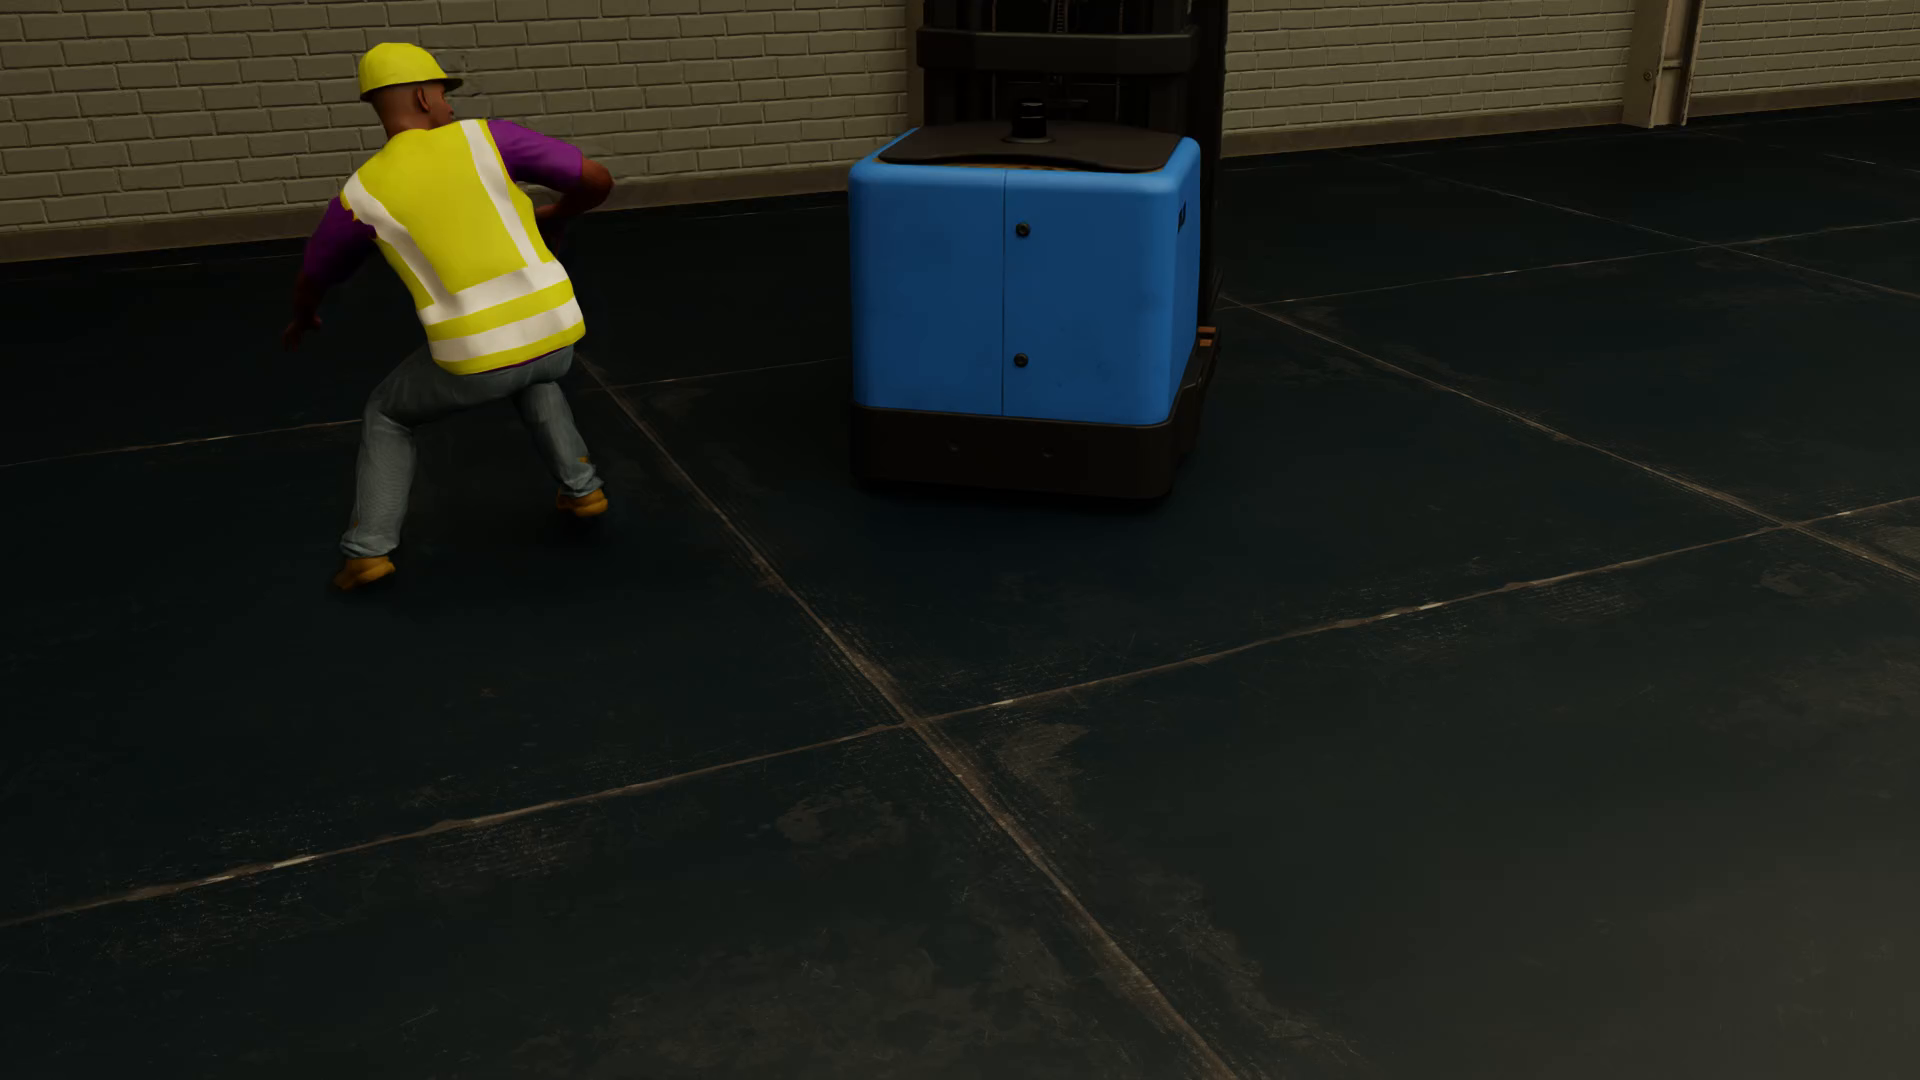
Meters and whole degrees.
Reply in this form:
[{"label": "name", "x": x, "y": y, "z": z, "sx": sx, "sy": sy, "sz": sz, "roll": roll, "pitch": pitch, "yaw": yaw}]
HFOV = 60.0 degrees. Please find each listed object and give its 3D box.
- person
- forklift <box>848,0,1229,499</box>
[{"label": "person", "x": -1.460, "y": -0.634, "z": 4.774, "sx": 0.873, "sy": 1.507, "sz": 0.863, "roll": -13, "pitch": 26, "yaw": -29}, {"label": "forklift", "x": 0.462, "y": -2.016, "z": 6.140, "sx": 1.130, "sy": 2.935, "sz": 3.031, "roll": 5, "pitch": 23, "yaw": 12}]
